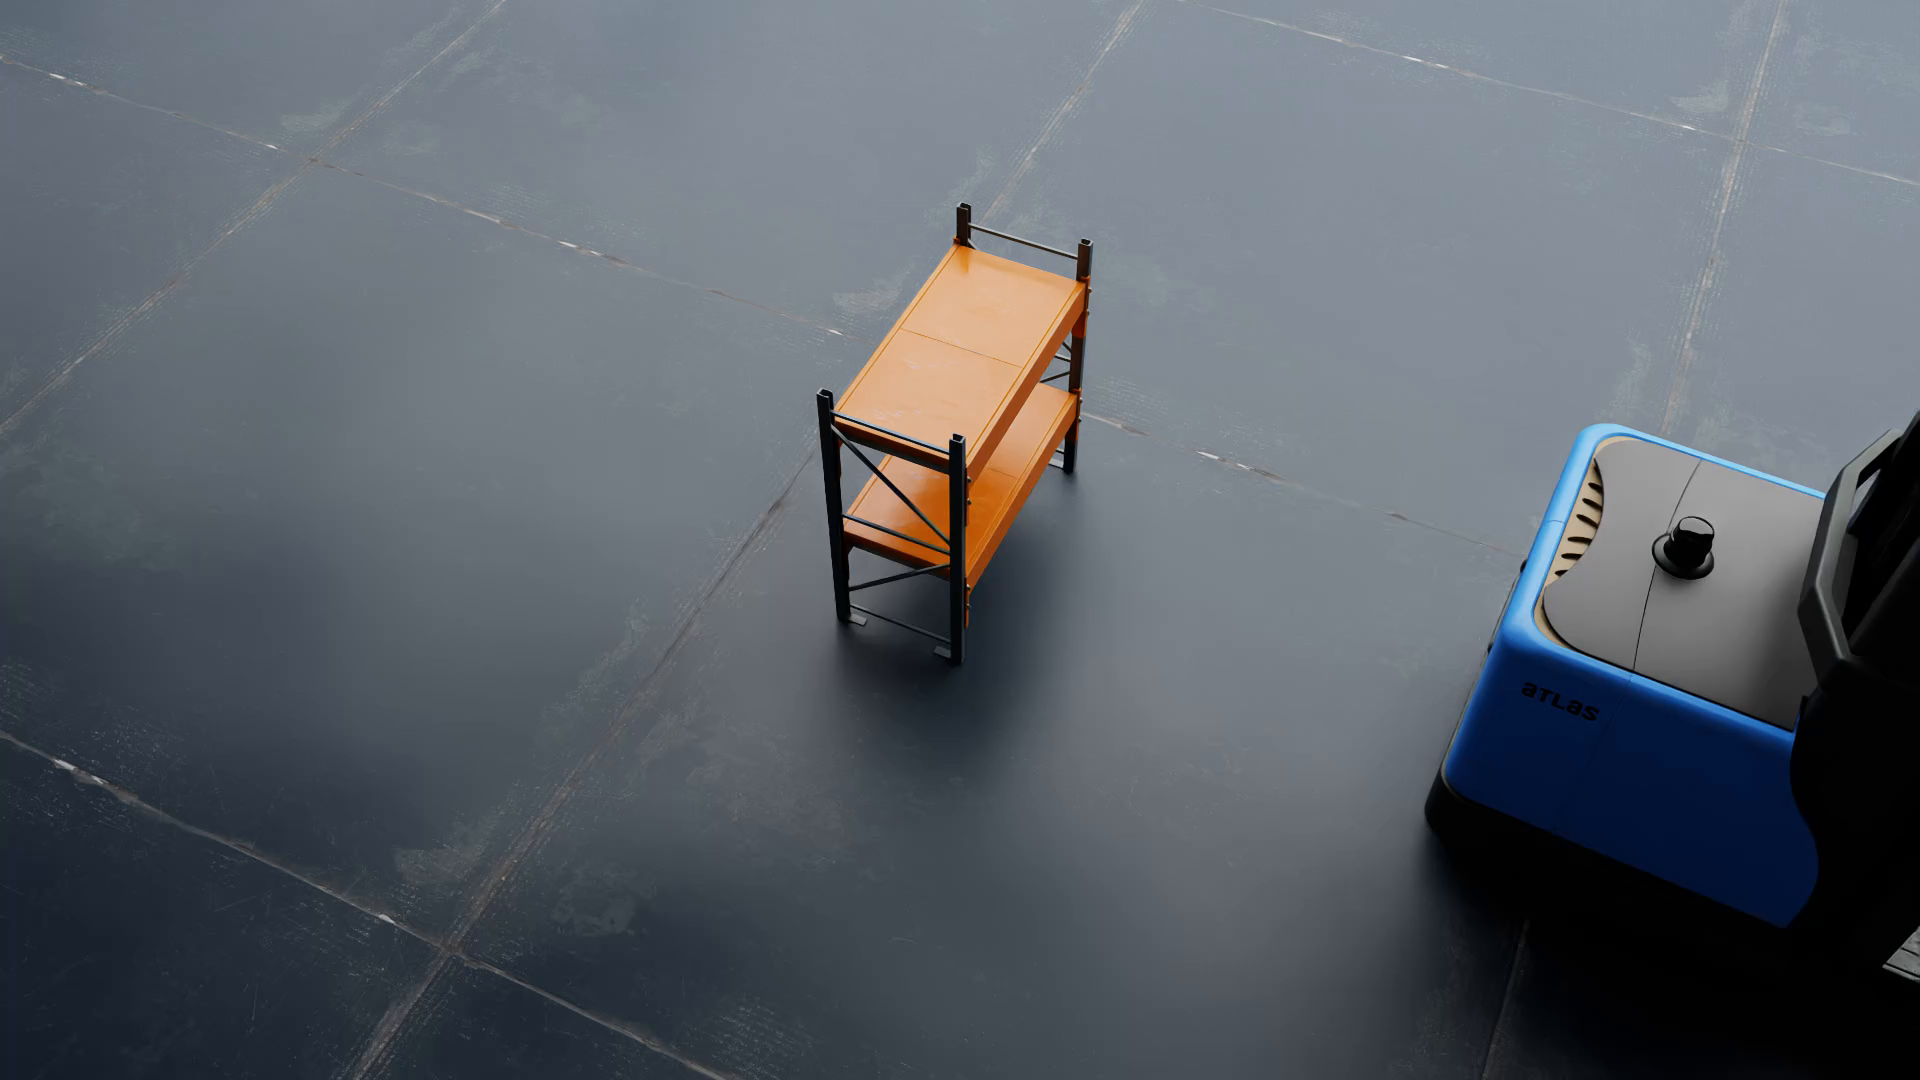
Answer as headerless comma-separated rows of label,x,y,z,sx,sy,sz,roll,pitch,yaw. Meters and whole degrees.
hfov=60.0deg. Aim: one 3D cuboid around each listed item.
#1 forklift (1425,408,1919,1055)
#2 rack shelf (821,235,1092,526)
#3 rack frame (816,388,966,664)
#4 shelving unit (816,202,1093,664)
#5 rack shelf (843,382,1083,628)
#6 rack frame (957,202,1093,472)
forklift,3.056,0.209,4.148,3.031,2.935,1.130,22,53,18
rack shelf,0.003,-0.559,5.603,0.538,0.278,1.000,20,52,16
rack frame,-0.214,-0.019,5.528,0.500,1.125,0.032,20,52,16
shelving unit,0.003,-0.369,5.826,0.538,1.125,1.048,20,52,16
rack shelf,0.003,-0.211,6.012,0.538,0.278,1.000,20,52,16
rack frame,0.220,-0.719,6.123,0.500,1.125,0.032,20,52,16
